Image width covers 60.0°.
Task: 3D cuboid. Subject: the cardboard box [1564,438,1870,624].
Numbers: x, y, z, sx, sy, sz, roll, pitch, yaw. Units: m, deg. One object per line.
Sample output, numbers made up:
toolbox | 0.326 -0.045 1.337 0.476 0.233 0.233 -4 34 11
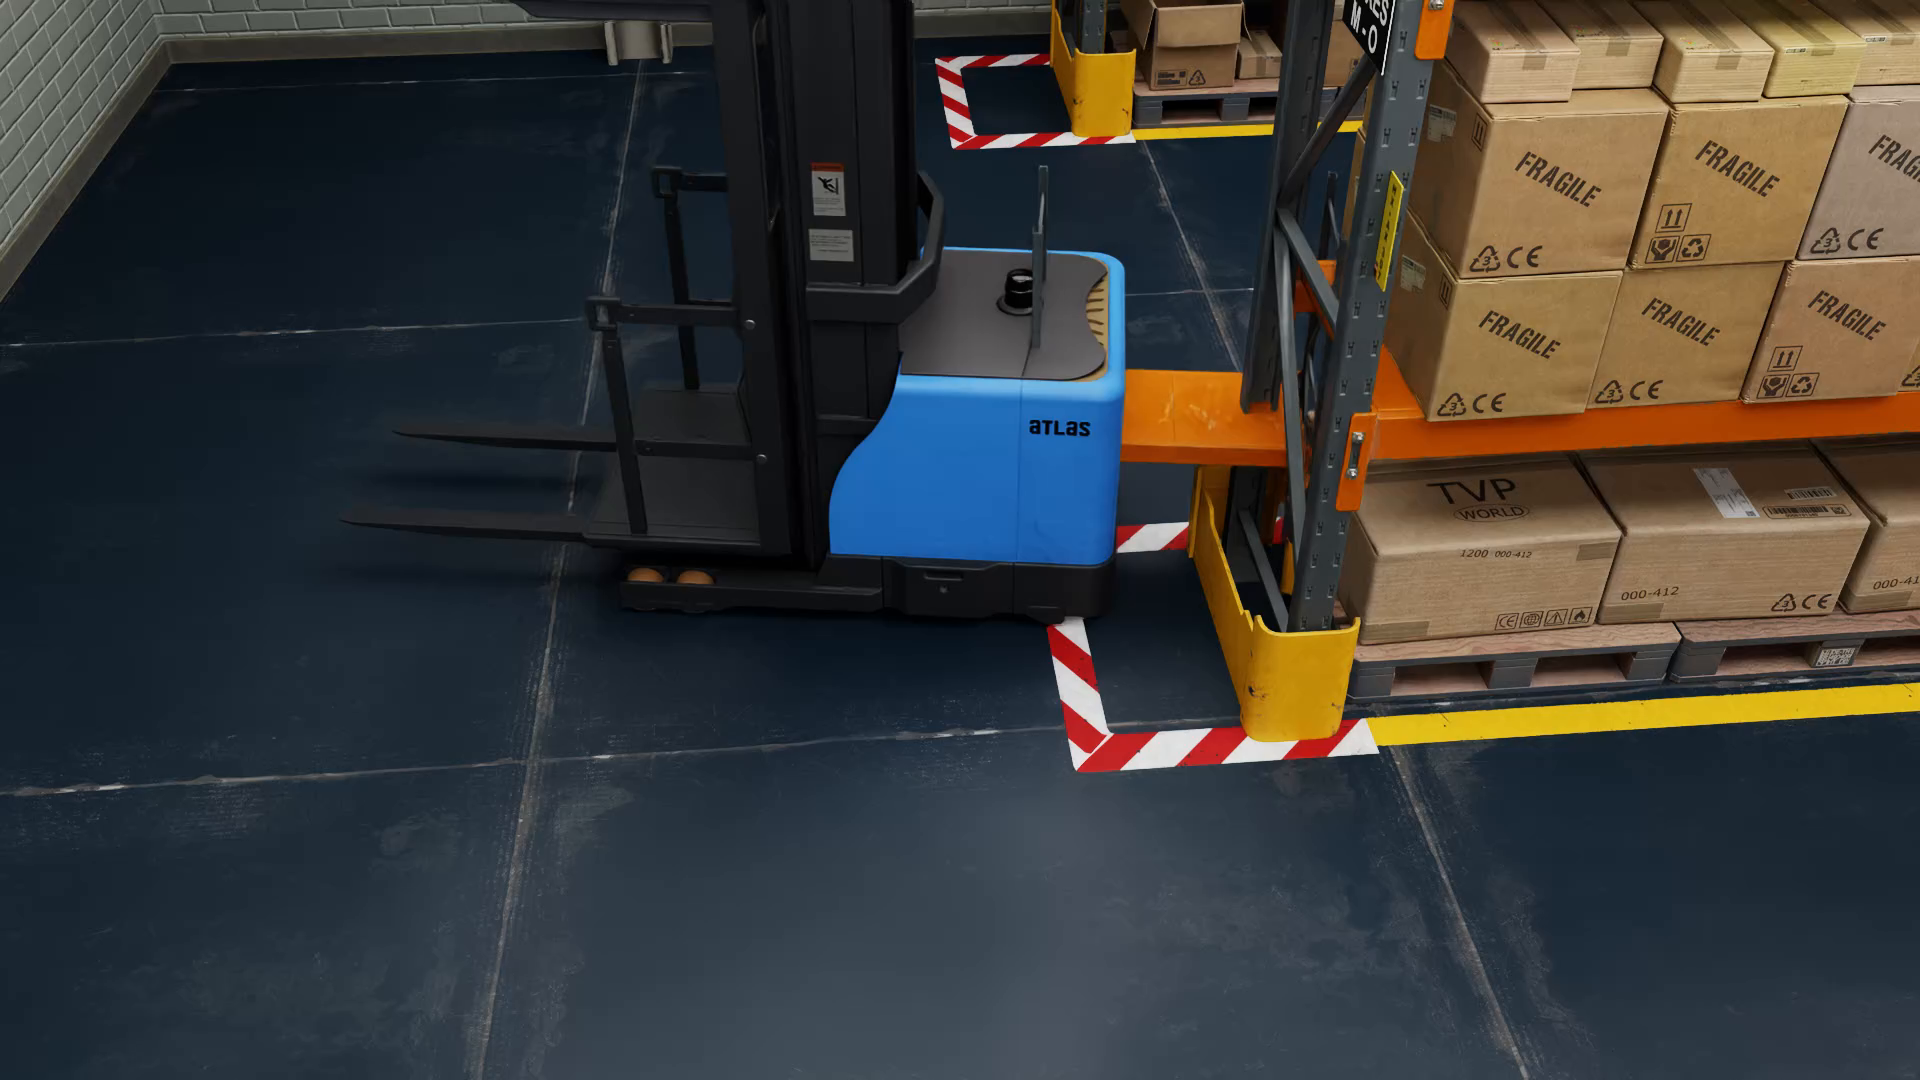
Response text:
cardboard box | 2.715 -0.146 6.243 0.875 0.438 0.875 -2 38 -3

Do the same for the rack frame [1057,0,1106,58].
rack frame | 0.712 -3.896 9.267 0.127 3.000 1.000 -3 38 -4

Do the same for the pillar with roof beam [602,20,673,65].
pillar with roof beam | -1.672 -4.004 4.559 0.400 9.000 9.100 -3 38 -4

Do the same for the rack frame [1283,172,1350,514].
rack frame | 1.305 -0.558 6.138 0.032 1.500 0.500 2 39 4

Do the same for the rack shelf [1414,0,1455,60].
rack shelf | 3.148 -1.839 4.818 4.000 0.370 1.077 -3 38 -4

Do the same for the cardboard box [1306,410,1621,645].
cardboard box | 1.804 -0.091 6.173 0.875 0.438 0.875 -4 38 -6

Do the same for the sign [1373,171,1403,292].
sign | 1.199 -0.862 4.658 0.005 0.325 0.100 -3 38 -4

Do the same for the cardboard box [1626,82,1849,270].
cardboard box | 2.173 -1.149 4.897 0.500 0.500 0.500 -4 38 -5

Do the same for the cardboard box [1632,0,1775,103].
cardboard box | 2.058 -1.371 4.654 0.250 0.149 0.380 -2 38 -3

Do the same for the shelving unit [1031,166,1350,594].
shelving unit | 0.789 -0.578 6.176 1.083 1.500 0.587 2 39 4

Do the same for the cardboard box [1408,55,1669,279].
cardboard box | 1.659 -1.116 4.855 0.500 0.500 0.500 -4 38 -5

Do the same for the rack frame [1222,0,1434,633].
rack frame | 1.156 -0.834 5.385 0.127 3.000 1.000 -3 38 -4

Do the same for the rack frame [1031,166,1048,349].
rack frame | 0.292 -0.596 6.214 0.032 1.500 0.500 2 39 4

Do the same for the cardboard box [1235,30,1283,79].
cardboard box | 1.756 -2.916 9.987 0.250 0.149 0.380 -5 39 -6

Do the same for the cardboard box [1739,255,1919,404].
cardboard box | 2.669 -0.784 5.242 0.500 0.500 0.500 -3 38 -4

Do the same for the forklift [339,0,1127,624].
forklift | -0.895 -1.192 5.895 3.031 2.935 1.130 3 38 3

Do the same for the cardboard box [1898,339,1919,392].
cardboard box | 3.166 -0.822 5.289 0.500 0.500 0.500 -2 38 -2

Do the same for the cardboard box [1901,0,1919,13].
cardboard box | 2.827 -1.431 4.731 0.250 0.149 0.380 -3 38 -4

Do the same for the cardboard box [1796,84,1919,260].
cardboard box | 2.685 -1.182 4.939 0.500 0.500 0.500 -3 38 -4

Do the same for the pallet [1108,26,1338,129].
pallet | 1.582 -2.850 10.192 1.213 0.211 1.003 -3 38 -4

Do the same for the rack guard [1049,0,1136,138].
rack guard | 0.788 -2.919 10.046 0.348 0.500 1.175 -3 38 -4

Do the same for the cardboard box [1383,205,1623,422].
cardboard box | 1.659 -0.722 5.163 0.500 0.500 0.500 -3 38 -4

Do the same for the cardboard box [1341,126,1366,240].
cardboard box | 1.613 -1.063 5.595 0.500 0.500 0.500 -3 38 -4

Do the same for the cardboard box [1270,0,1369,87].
cardboard box | 2.185 -3.078 9.908 0.500 0.500 0.700 -2 38 -2

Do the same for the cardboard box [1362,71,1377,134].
cardboard box | 1.615 -1.439 5.264 0.500 0.500 0.500 -2 38 -2

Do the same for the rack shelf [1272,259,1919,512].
rack shelf | 3.148 -0.661 5.747 4.000 0.370 1.077 -3 38 -4

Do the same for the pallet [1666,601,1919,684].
pallet | 3.157 0.104 6.448 1.213 0.211 1.003 -3 38 -4

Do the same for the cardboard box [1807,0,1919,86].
cardboard box | 2.575 -1.443 4.746 0.250 0.149 0.380 -3 38 -4

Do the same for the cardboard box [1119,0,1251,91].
cardboard box | 1.330 -3.056 9.878 0.637 0.503 0.797 -5 39 -6

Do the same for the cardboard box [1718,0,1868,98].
cardboard box | 2.318 -1.396 4.687 0.250 0.149 0.380 -4 38 -5

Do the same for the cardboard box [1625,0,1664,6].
cardboard box | 1.996 -1.759 5.146 0.250 0.149 0.380 -3 38 -4

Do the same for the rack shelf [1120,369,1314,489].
rack shelf | 0.801 -0.437 6.289 1.000 0.185 0.538 2 39 4

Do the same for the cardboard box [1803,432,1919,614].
cardboard box | 3.613 -0.195 6.305 0.875 0.438 0.875 -4 38 -5

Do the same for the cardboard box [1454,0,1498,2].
cardboard box | 1.495 -1.664 5.025 0.250 0.149 0.380 -3 38 -3

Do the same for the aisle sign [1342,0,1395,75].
aisle sign | 1.110 -1.672 4.348 0.004 0.787 0.394 -3 38 -4

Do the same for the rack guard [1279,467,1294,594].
rack guard | 1.296 -0.072 6.532 0.087 0.250 0.587 2 39 4

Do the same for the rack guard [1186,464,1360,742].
rack guard | 1.132 0.149 6.158 0.348 0.500 1.175 -3 38 -4

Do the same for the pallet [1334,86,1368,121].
pallet | 2.794 -2.915 10.274 1.213 0.211 1.003 -3 38 -4

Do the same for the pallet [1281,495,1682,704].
pallet | 1.945 0.169 6.366 1.213 0.211 1.003 -3 38 -4

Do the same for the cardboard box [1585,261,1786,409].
cardboard box | 2.161 -0.767 5.220 0.500 0.500 0.500 -4 38 -5

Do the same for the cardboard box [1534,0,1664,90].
cardboard box | 1.788 -1.427 4.726 0.250 0.149 0.380 -2 38 -3

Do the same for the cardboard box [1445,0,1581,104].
cardboard box | 1.534 -1.369 4.652 0.250 0.149 0.380 -2 38 -3
